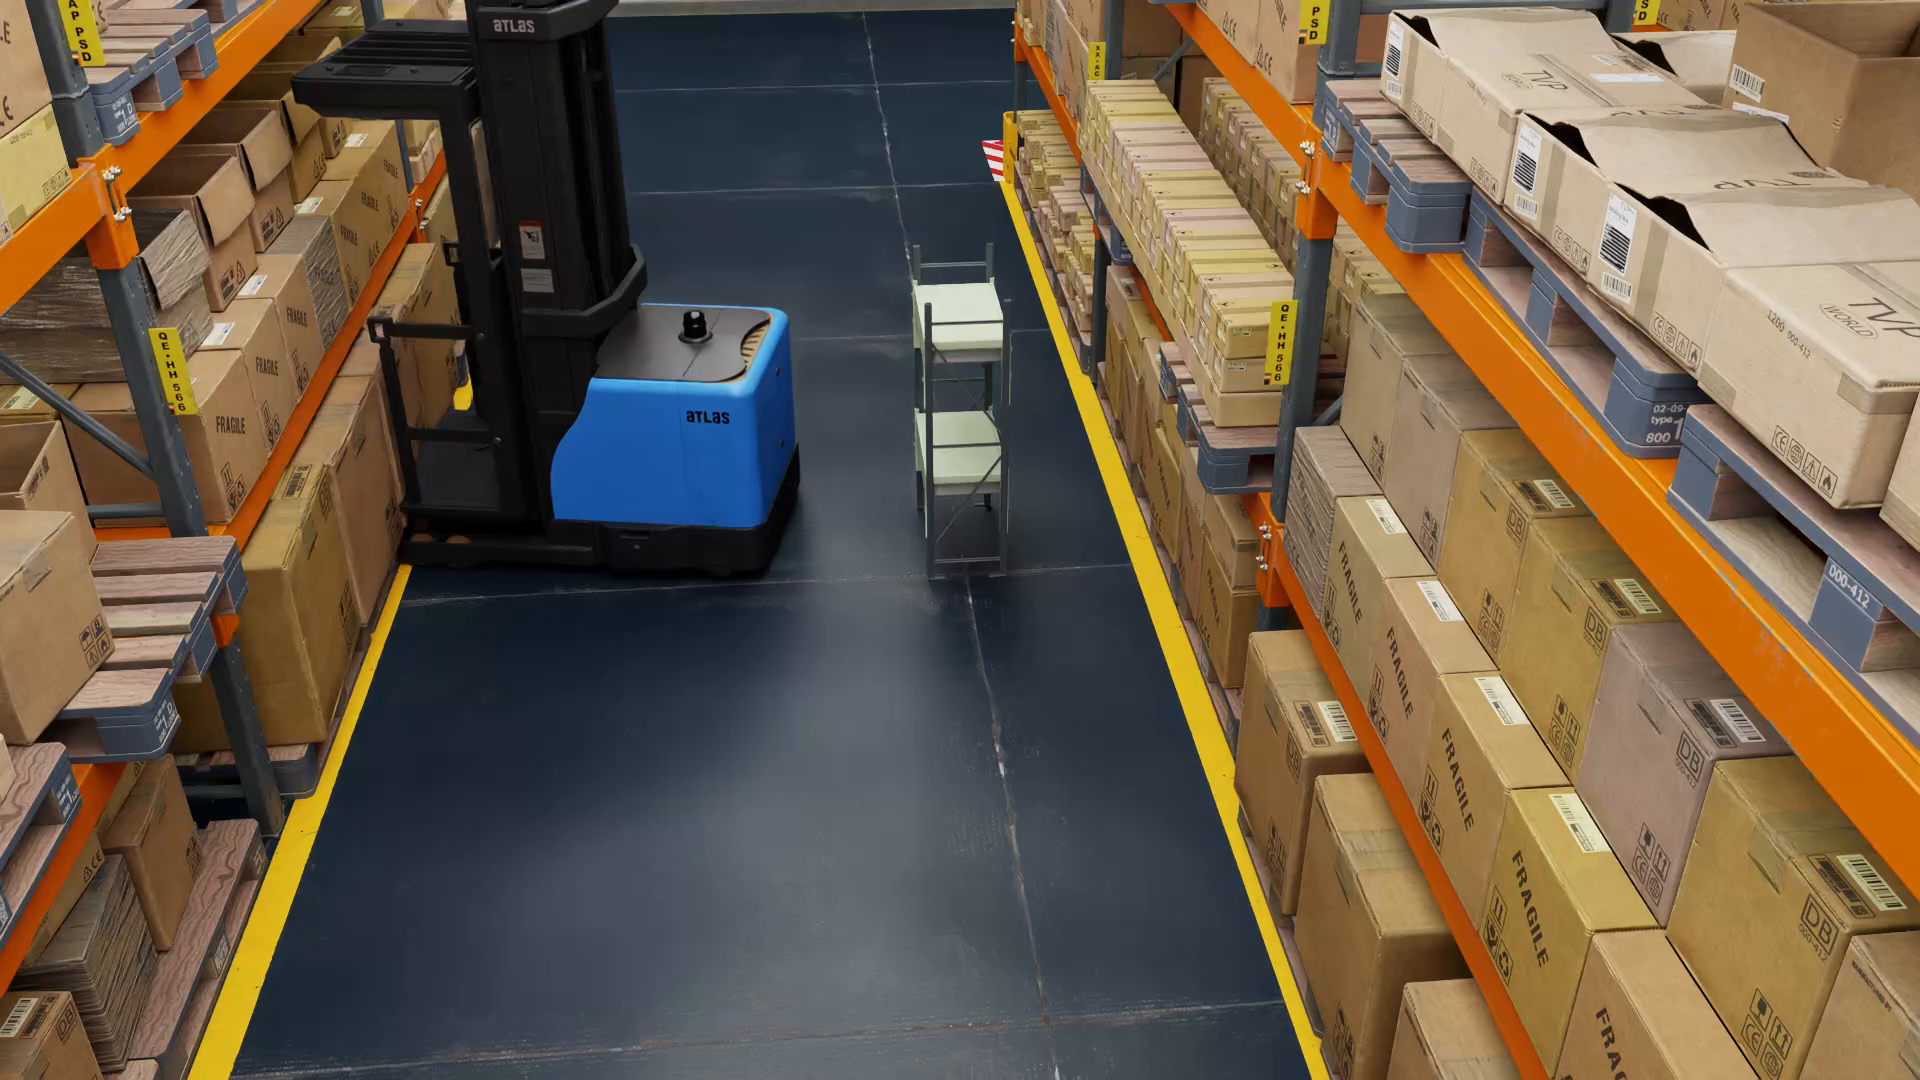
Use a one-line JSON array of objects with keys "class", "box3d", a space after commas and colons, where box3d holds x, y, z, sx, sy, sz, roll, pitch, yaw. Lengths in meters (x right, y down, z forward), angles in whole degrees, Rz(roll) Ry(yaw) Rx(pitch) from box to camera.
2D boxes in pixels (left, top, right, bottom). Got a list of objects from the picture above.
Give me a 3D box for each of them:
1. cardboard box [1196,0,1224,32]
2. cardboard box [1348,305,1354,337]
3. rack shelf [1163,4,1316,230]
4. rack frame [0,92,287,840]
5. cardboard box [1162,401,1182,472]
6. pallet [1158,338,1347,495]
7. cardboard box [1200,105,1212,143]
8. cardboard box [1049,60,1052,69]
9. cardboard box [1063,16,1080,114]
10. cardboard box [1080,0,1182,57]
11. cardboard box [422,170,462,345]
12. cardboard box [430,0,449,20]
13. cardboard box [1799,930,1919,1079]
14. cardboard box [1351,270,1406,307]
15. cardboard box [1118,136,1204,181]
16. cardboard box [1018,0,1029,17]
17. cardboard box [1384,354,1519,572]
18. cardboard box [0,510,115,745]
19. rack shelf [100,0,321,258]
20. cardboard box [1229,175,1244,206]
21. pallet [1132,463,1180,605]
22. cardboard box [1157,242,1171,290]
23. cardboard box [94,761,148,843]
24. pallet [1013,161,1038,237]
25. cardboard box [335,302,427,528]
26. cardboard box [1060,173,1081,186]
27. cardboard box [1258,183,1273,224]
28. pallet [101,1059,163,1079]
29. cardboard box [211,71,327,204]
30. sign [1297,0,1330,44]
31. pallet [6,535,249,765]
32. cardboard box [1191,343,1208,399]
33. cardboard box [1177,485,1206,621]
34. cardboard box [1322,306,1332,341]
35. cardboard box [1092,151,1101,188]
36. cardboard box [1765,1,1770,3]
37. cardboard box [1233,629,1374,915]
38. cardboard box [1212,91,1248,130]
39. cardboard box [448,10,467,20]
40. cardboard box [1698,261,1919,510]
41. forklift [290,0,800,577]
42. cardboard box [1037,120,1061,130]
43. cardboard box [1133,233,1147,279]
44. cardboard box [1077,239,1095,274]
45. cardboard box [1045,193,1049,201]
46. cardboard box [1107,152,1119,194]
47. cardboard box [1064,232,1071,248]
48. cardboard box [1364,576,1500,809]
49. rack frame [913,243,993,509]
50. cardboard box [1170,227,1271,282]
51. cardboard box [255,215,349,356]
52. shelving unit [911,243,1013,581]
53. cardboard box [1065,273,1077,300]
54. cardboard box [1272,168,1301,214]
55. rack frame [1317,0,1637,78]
[{"class": "cardboard box", "box3d": [1.281, -2.392, 6.807, 0.500, 0.500, 0.500, -3, 31, -5]}, {"class": "cardboard box", "box3d": [1.817, -0.867, 6.822, 0.380, 0.149, 0.250, -1, 31, -2]}, {"class": "rack shelf", "box3d": [1.503, -2.272, 7.405, 1.077, 0.370, 4.000, -3, 31, -5]}, {"class": "rack frame", "box3d": [-3.258, -0.086, 5.969, 1.000, 3.000, 0.127, -3, 31, -5]}, {"class": "cardboard box", "box3d": [1.275, -0.555, 8.051, 0.500, 0.250, 0.500, -2, 31, -3]}, {"class": "pallet", "box3d": [1.517, -0.548, 6.930, 1.213, 0.211, 1.003, -3, 31, -5]}, {"class": "cardboard box", "box3d": [1.550, -2.321, 9.255, 0.380, 0.149, 0.250, -2, 31, -3]}, {"class": "cardboard box", "box3d": [0.839, -3.407, 11.773, 0.380, 0.149, 0.250, -3, 31, -6]}, {"class": "cardboard box", "box3d": [0.942, -2.983, 10.432, 0.500, 0.500, 0.500, -4, 31, -6]}, {"class": "cardboard box", "box3d": [1.003, -3.141, 9.721, 0.500, 0.500, 0.500, -4, 31, -6]}, {"class": "cardboard box", "box3d": [-3.614, -1.737, 10.395, 0.875, 0.875, 0.875, -3, 31, -5]}, {"class": "cardboard box", "box3d": [-3.514, -3.287, 10.453, 0.500, 0.500, 0.500, -4, 31, -6]}, {"class": "cardboard box", "box3d": [2.011, 1.045, 3.003, 0.700, 0.500, 0.500, -3, 31, -5]}, {"class": "cardboard box", "box3d": [1.812, -0.982, 6.724, 0.380, 0.149, 0.250, -4, 31, -6]}, {"class": "cardboard box", "box3d": [0.994, -1.888, 8.240, 0.380, 0.149, 0.250, -3, 31, -5]}, {"class": "cardboard box", "box3d": [0.709, -4.285, 12.610, 0.500, 0.500, 0.500, -1, 31, -2]}, {"class": "cardboard box", "box3d": [1.770, -0.256, 5.181, 0.700, 0.500, 0.500, -3, 31, -5]}, {"class": "cardboard box", "box3d": [-3.016, 0.245, 4.908, 0.700, 0.500, 0.500, 2, 31, 3]}, {"class": "rack shelf", "box3d": [-3.445, -2.086, 7.093, 1.077, 0.370, 4.000, -3, 31, -5]}, {"class": "cardboard box", "box3d": [1.619, -1.805, 8.683, 0.380, 0.149, 0.250, -4, 31, -7]}, {"class": "pallet", "box3d": [1.507, -0.095, 8.704, 1.003, 0.211, 1.213, -3, 31, -5]}, {"class": "cardboard box", "box3d": [1.092, -1.228, 7.426, 0.380, 0.149, 0.250, -3, 31, -5]}, {"class": "cardboard box", "box3d": [-3.166, 0.817, 5.734, 0.500, 0.250, 0.500, -2, 31, -3]}, {"class": "pallet", "box3d": [0.990, -2.704, 13.071, 1.003, 0.211, 1.213, -3, 31, -5]}, {"class": "cardboard box", "box3d": [-3.468, -0.614, 8.516, 1.225, 0.875, 0.875, -4, 31, -6]}, {"class": "cardboard box", "box3d": [0.914, -2.490, 11.783, 0.380, 0.149, 0.250, -3, 31, -4]}, {"class": "cardboard box", "box3d": [1.676, -1.648, 8.129, 0.380, 0.149, 0.250, -3, 31, -4]}, {"class": "pallet", "box3d": [-3.076, 2.132, 4.975, 1.003, 0.211, 1.213, -3, 31, -5]}, {"class": "cardboard box", "box3d": [-3.511, -1.925, 7.972, 0.797, 0.503, 0.637, -2, 31, -4]}, {"class": "sign", "box3d": [1.149, -1.757, 5.337, 0.100, 0.325, 0.005, -3, 31, -5]}, {"class": "pallet", "box3d": [-3.085, 0.355, 5.417, 1.213, 0.211, 1.003, -3, 31, -5]}, {"class": "cardboard box", "box3d": [1.164, -0.701, 6.834, 0.380, 0.149, 0.250, -3, 31, -5]}, {"class": "cardboard box", "box3d": [1.323, 0.032, 7.799, 0.500, 0.500, 0.500, -2, 31, -3]}, {"class": "cardboard box", "box3d": [1.771, -0.995, 7.326, 0.380, 0.149, 0.250, -1, 31, -2]}, {"class": "cardboard box", "box3d": [0.926, -2.022, 9.046, 0.380, 0.149, 0.250, -2, 31, -4]}, {"class": "cardboard box", "box3d": [5.822, -3.389, 11.401, 0.500, 0.500, 0.500, -3, 31, -5]}, {"class": "cardboard box", "box3d": [1.657, 0.829, 6.222, 1.050, 0.750, 0.750, -3, 31, -5]}, {"class": "cardboard box", "box3d": [1.574, -2.309, 8.946, 0.380, 0.149, 0.250, -4, 31, -6]}, {"class": "cardboard box", "box3d": [-3.601, -3.480, 11.507, 0.500, 0.250, 0.500, -4, 31, -6]}, {"class": "cardboard box", "box3d": [1.729, -0.296, 3.035, 0.500, 0.250, 0.500, -3, 31, -5]}, {"class": "forklift", "box3d": [-2.430, -1.380, 8.203, 3.031, 2.935, 1.130, 3, 31, 5]}, {"class": "cardboard box", "box3d": [0.798, -3.149, 12.888, 0.380, 0.149, 0.250, -2, 31, -4]}, {"class": "cardboard box", "box3d": [1.042, -1.368, 7.951, 0.380, 0.149, 0.250, -4, 31, -7]}, {"class": "cardboard box", "box3d": [0.960, -1.824, 10.668, 0.380, 0.149, 0.250, -2, 31, -4]}, {"class": "cardboard box", "box3d": [0.842, -2.512, 12.401, 0.380, 0.149, 0.250, -3, 31, -4]}, {"class": "cardboard box", "box3d": [0.970, -1.894, 8.542, 0.380, 0.149, 0.250, -4, 31, -7]}, {"class": "cardboard box", "box3d": [0.921, -2.079, 11.386, 0.380, 0.149, 0.250, -2, 31, -3]}, {"class": "cardboard box", "box3d": [1.560, 0.444, 4.984, 0.500, 0.500, 0.500, -3, 31, -5]}, {"class": "rack frame", "box3d": [-0.034, -0.827, 8.673, 0.400, 1.500, 0.023, -3, 31, -5]}, {"class": "cardboard box", "box3d": [1.113, -1.226, 7.133, 0.380, 0.149, 0.250, -2, 31, -3]}, {"class": "cardboard box", "box3d": [-3.179, -1.170, 7.686, 0.500, 0.500, 0.500, -3, 31, -4]}, {"class": "shelving unit", "box3d": [0.001, -0.640, 8.360, 0.431, 1.500, 0.755, -3, 31, -5]}, {"class": "cardboard box", "box3d": [0.910, -1.723, 11.080, 0.380, 0.149, 0.250, -4, 31, -6]}, {"class": "cardboard box", "box3d": [1.695, -1.643, 7.832, 0.380, 0.149, 0.250, -3, 31, -5]}, {"class": "rack frame", "box3d": [1.690, -2.847, 4.742, 1.000, 3.000, 0.127, -3, 31, -5]}]
